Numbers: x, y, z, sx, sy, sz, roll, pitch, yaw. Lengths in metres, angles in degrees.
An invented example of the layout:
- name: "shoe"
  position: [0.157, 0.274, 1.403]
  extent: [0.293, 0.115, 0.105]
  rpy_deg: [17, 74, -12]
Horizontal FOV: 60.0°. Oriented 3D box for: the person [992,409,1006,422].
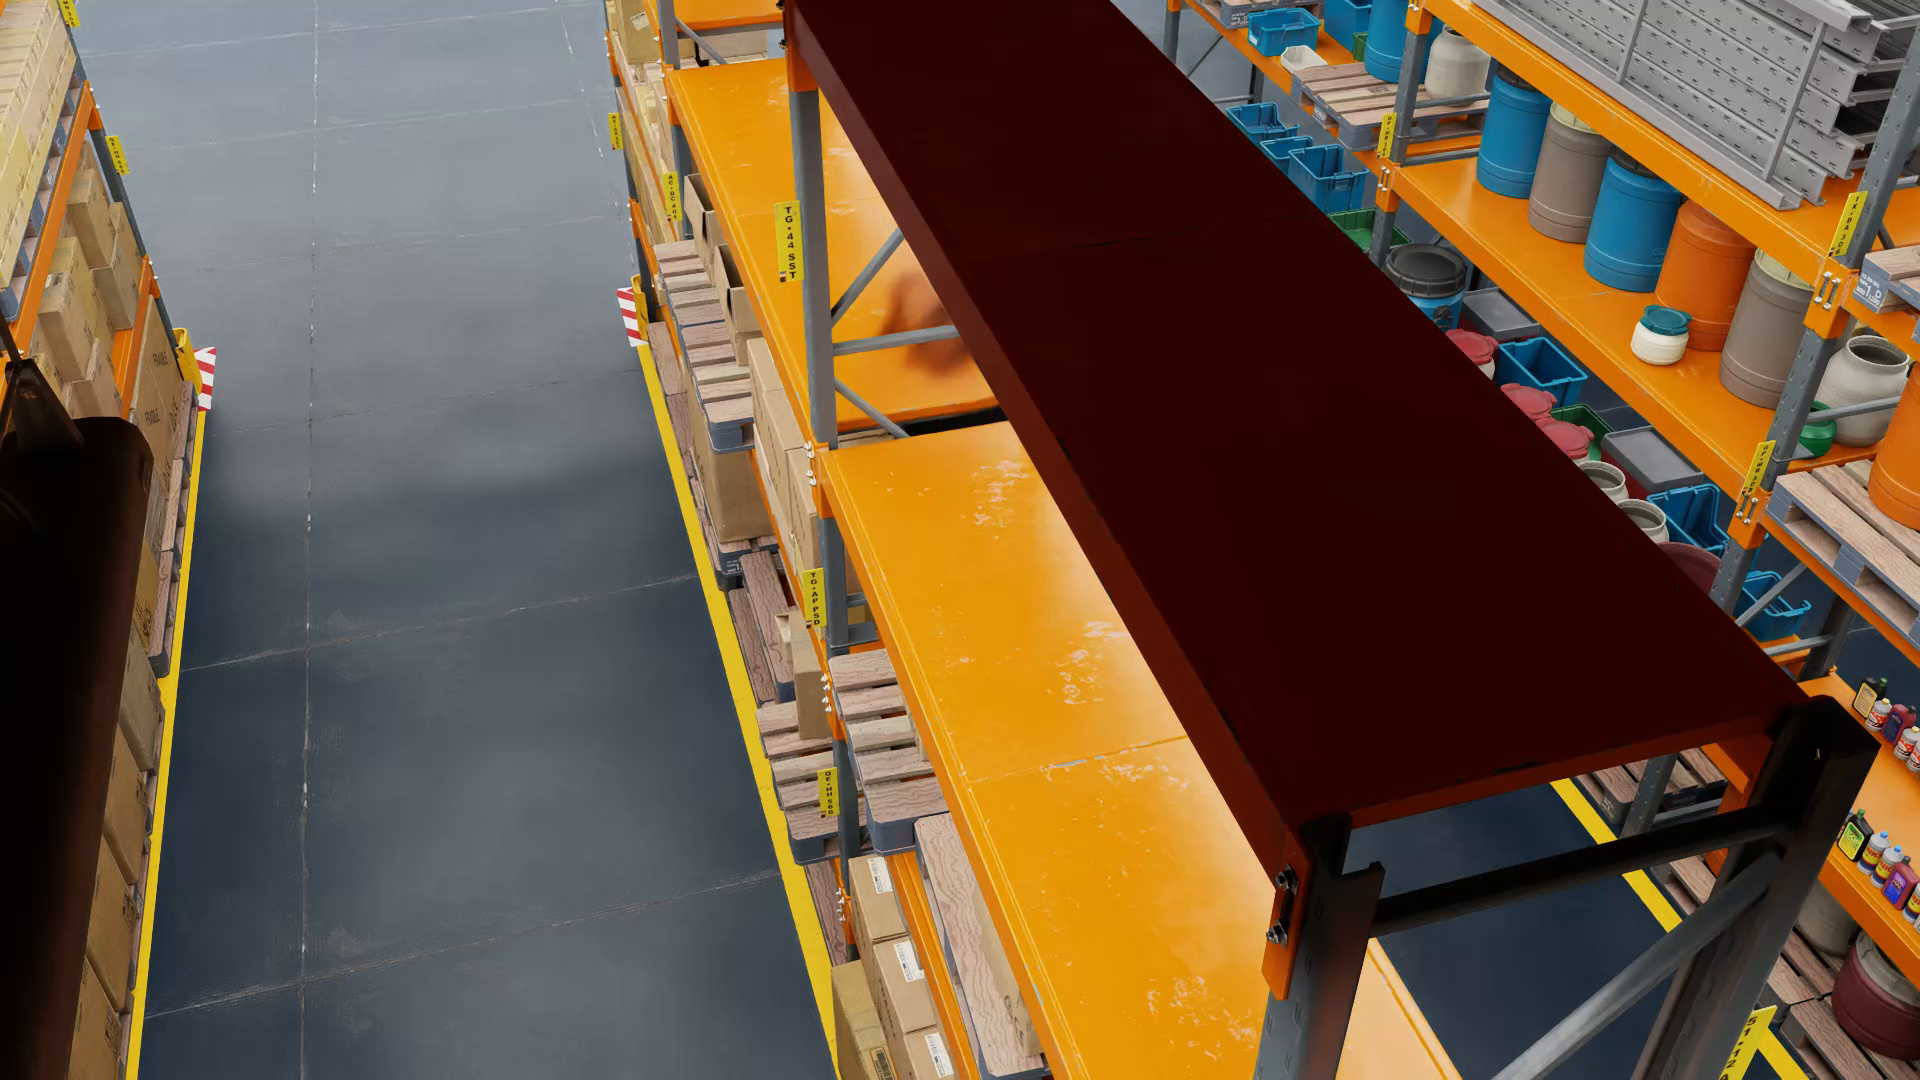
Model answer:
- name: "person"
  position: [0.222, -1.205, 13.044]
  extent: [0.592, 1.609, 0.571]
  rpy_deg: [-22, 43, -25]
